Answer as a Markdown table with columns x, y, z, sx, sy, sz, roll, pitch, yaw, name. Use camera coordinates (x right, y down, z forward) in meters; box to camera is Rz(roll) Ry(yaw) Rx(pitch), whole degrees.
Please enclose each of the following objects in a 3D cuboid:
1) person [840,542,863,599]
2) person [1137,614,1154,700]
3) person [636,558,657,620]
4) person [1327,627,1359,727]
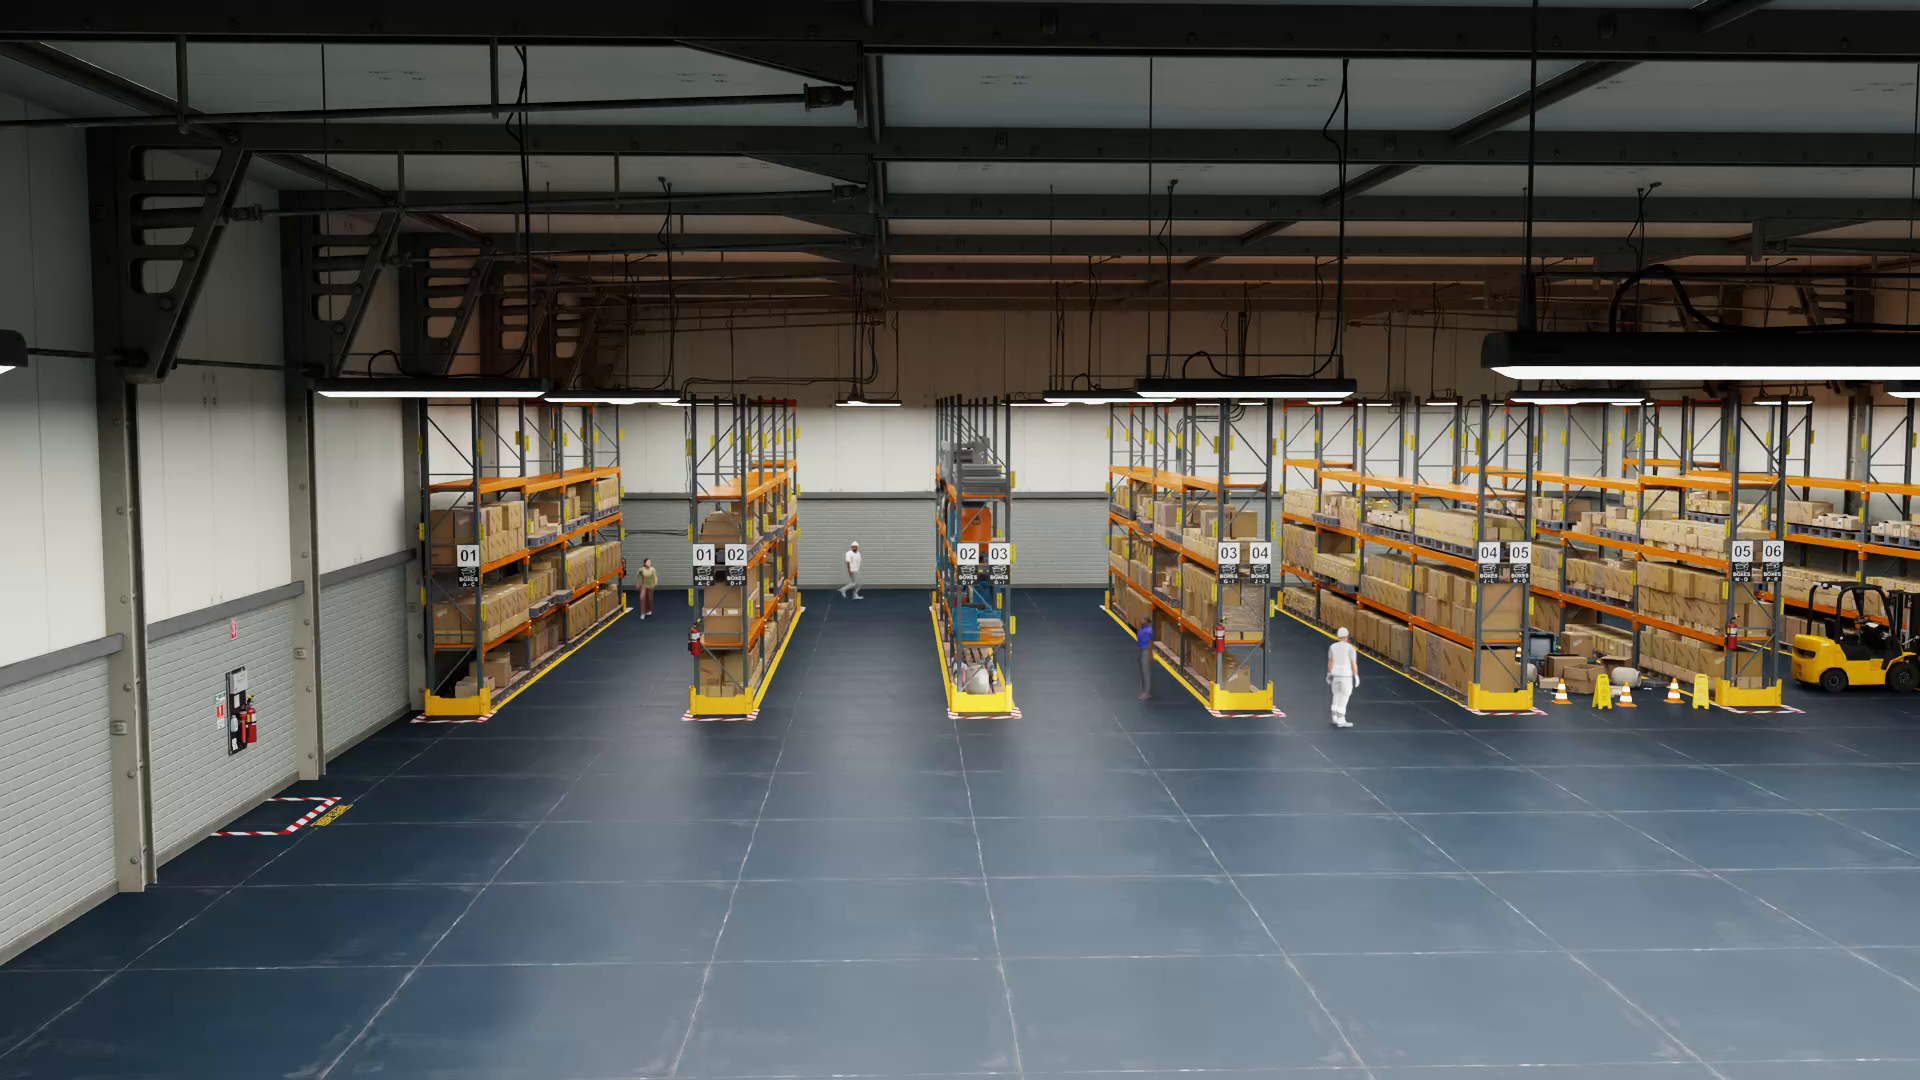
| x | y | z | sx | sy | sz | roll | pitch | yaw | name |
| --- | --- | --- | --- | --- | --- | --- | --- | --- | --- |
| -3.245 | 0.915 | 49.874 | 0.677 | 1.737 | 0.572 | 0 | 5 | 2 | person |
| 3.642 | 2.305 | 32.981 | 0.393 | 1.677 | 0.584 | -1 | 5 | -11 | person |
| -8.615 | 1.321 | 45.747 | 0.615 | 1.650 | 0.973 | 0 | 4 | -2 | person |
| 6.915 | 2.474 | 30.012 | 0.379 | 1.803 | 0.609 | -4 | 6 | -45 | person |
